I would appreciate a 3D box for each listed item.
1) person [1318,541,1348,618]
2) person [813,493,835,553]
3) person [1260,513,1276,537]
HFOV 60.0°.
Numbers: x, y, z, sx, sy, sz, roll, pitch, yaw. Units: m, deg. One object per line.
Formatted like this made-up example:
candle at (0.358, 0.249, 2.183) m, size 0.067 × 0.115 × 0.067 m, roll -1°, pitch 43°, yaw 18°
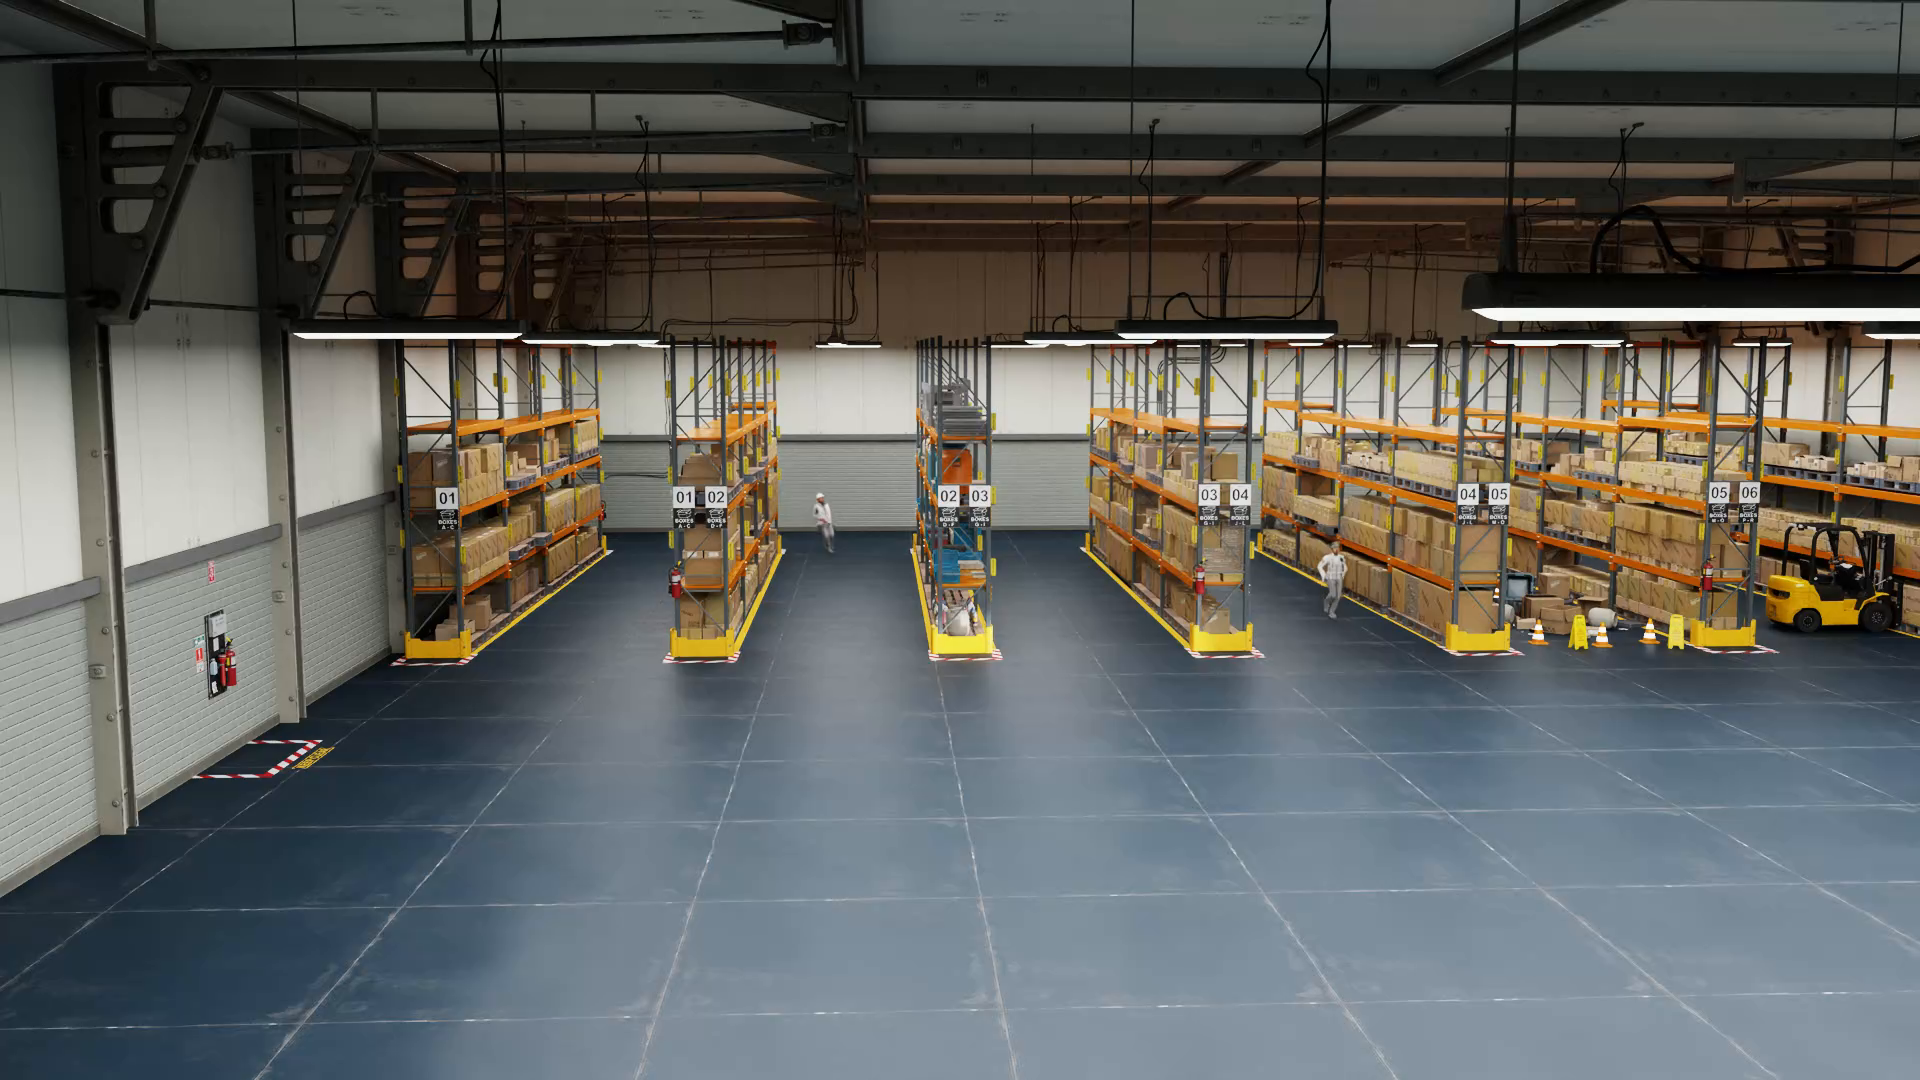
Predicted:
person at (8.039, 0.855, 35.671) m, size 0.615 × 1.658 × 0.541 m, roll -1°, pitch 7°, yaw -9°
person at (-3.847, -0.471, 47.040) m, size 0.638 × 1.704 × 0.588 m, roll -3°, pitch 7°, yaw -27°
person at (9.218, -0.633, 49.181) m, size 0.654 × 1.615 × 0.744 m, roll 1°, pitch 7°, yaw 8°
